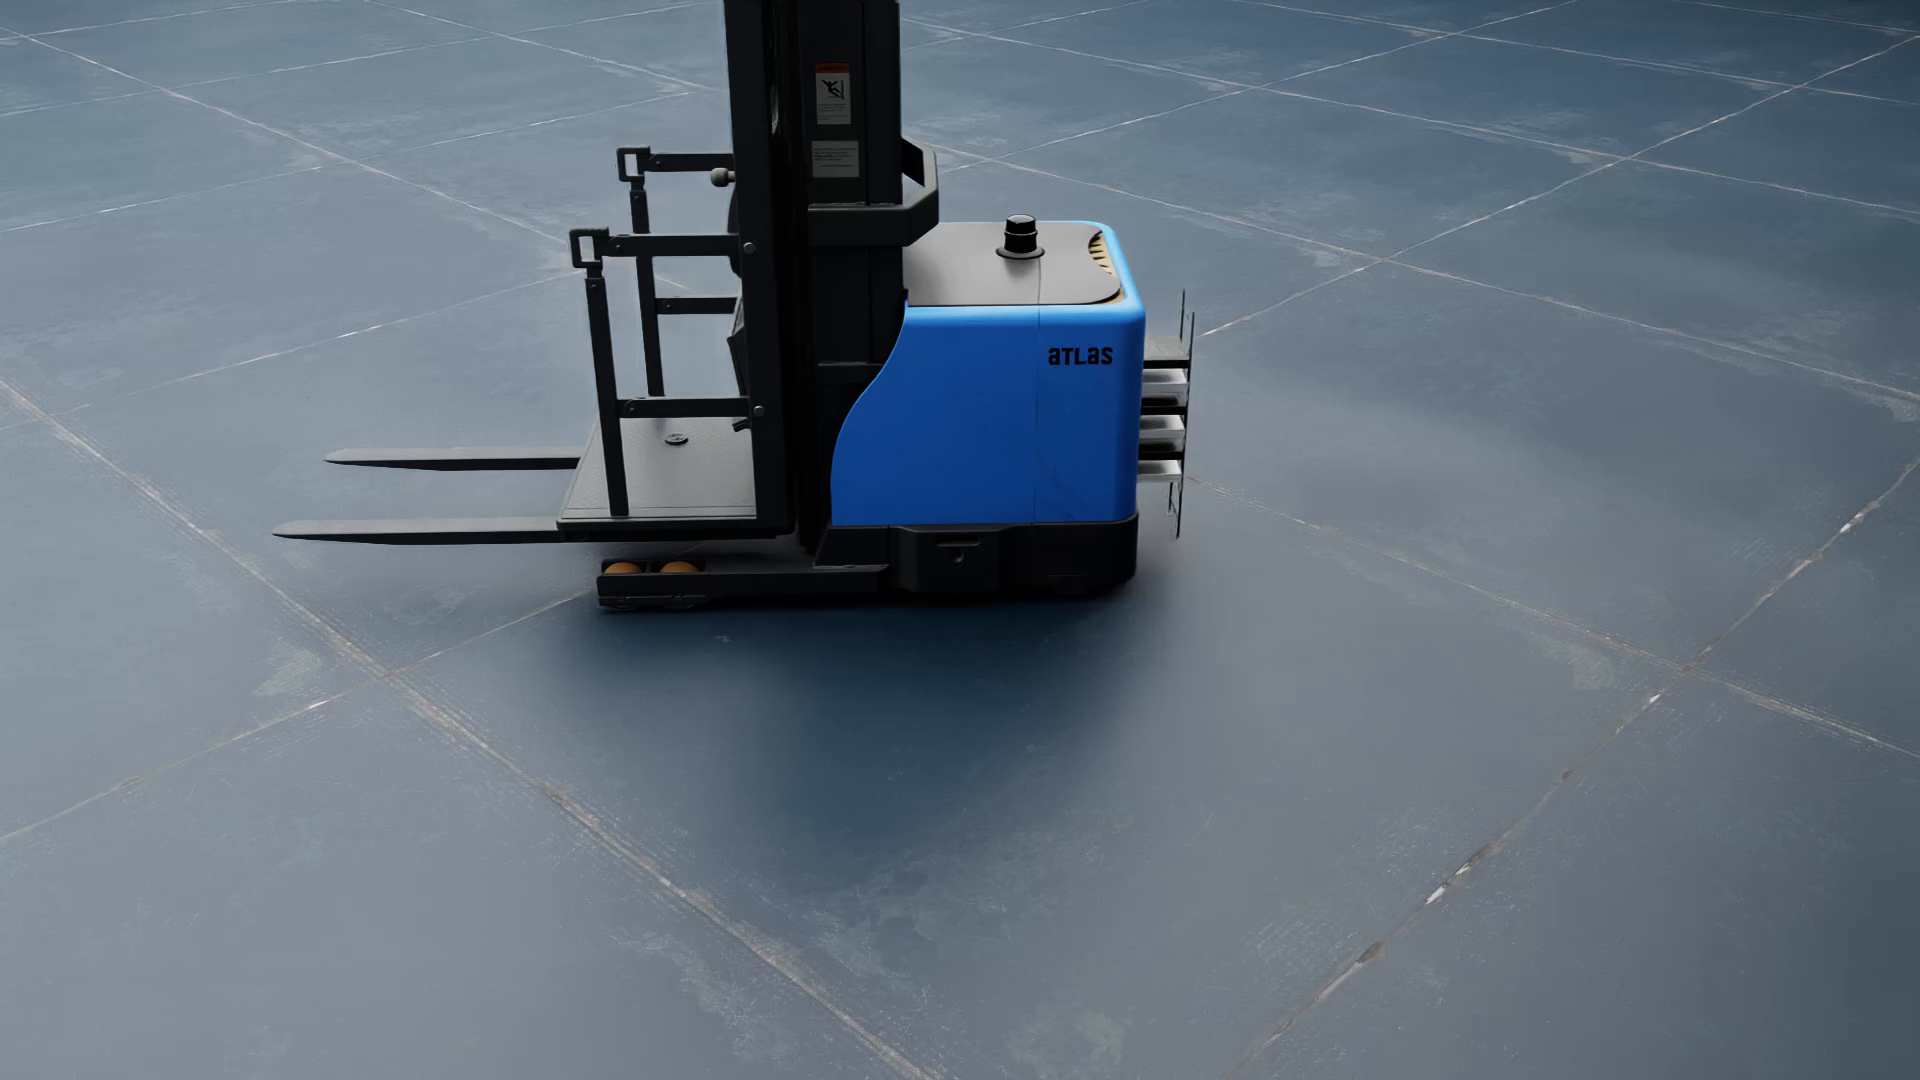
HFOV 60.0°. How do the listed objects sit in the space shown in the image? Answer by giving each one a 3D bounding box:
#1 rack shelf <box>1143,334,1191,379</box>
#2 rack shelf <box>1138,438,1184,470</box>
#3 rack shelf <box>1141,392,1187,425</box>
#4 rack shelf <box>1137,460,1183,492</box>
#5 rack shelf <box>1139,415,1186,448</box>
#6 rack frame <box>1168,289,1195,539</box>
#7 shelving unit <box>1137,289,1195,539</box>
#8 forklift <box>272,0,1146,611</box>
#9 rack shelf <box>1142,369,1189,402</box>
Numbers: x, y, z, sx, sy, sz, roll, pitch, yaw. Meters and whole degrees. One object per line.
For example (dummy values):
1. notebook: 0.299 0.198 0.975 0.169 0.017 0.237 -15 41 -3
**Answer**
1. rack shelf: 0.717 -0.667 6.043 0.200 0.077 0.258 -1 28 -2
2. rack shelf: 0.717 -0.348 6.210 0.200 0.077 0.258 -1 28 -2
3. rack shelf: 0.717 -0.508 6.127 0.200 0.077 0.258 -1 28 -2
4. rack shelf: 0.717 -0.269 6.252 0.200 0.077 0.258 -1 28 -2
5. rack shelf: 0.717 -0.428 6.168 0.200 0.077 0.258 -1 28 -2
6. rack frame: 0.818 -0.459 6.156 0.006 0.900 0.240 -1 28 -2
7. shelving unit: 0.717 -0.457 6.153 0.210 0.900 0.258 -1 28 -2
8. forklift: -0.906 -1.300 5.574 3.031 2.935 1.130 -1 28 -2
9. rack shelf: 0.717 -0.587 6.085 0.200 0.077 0.258 -1 28 -2
